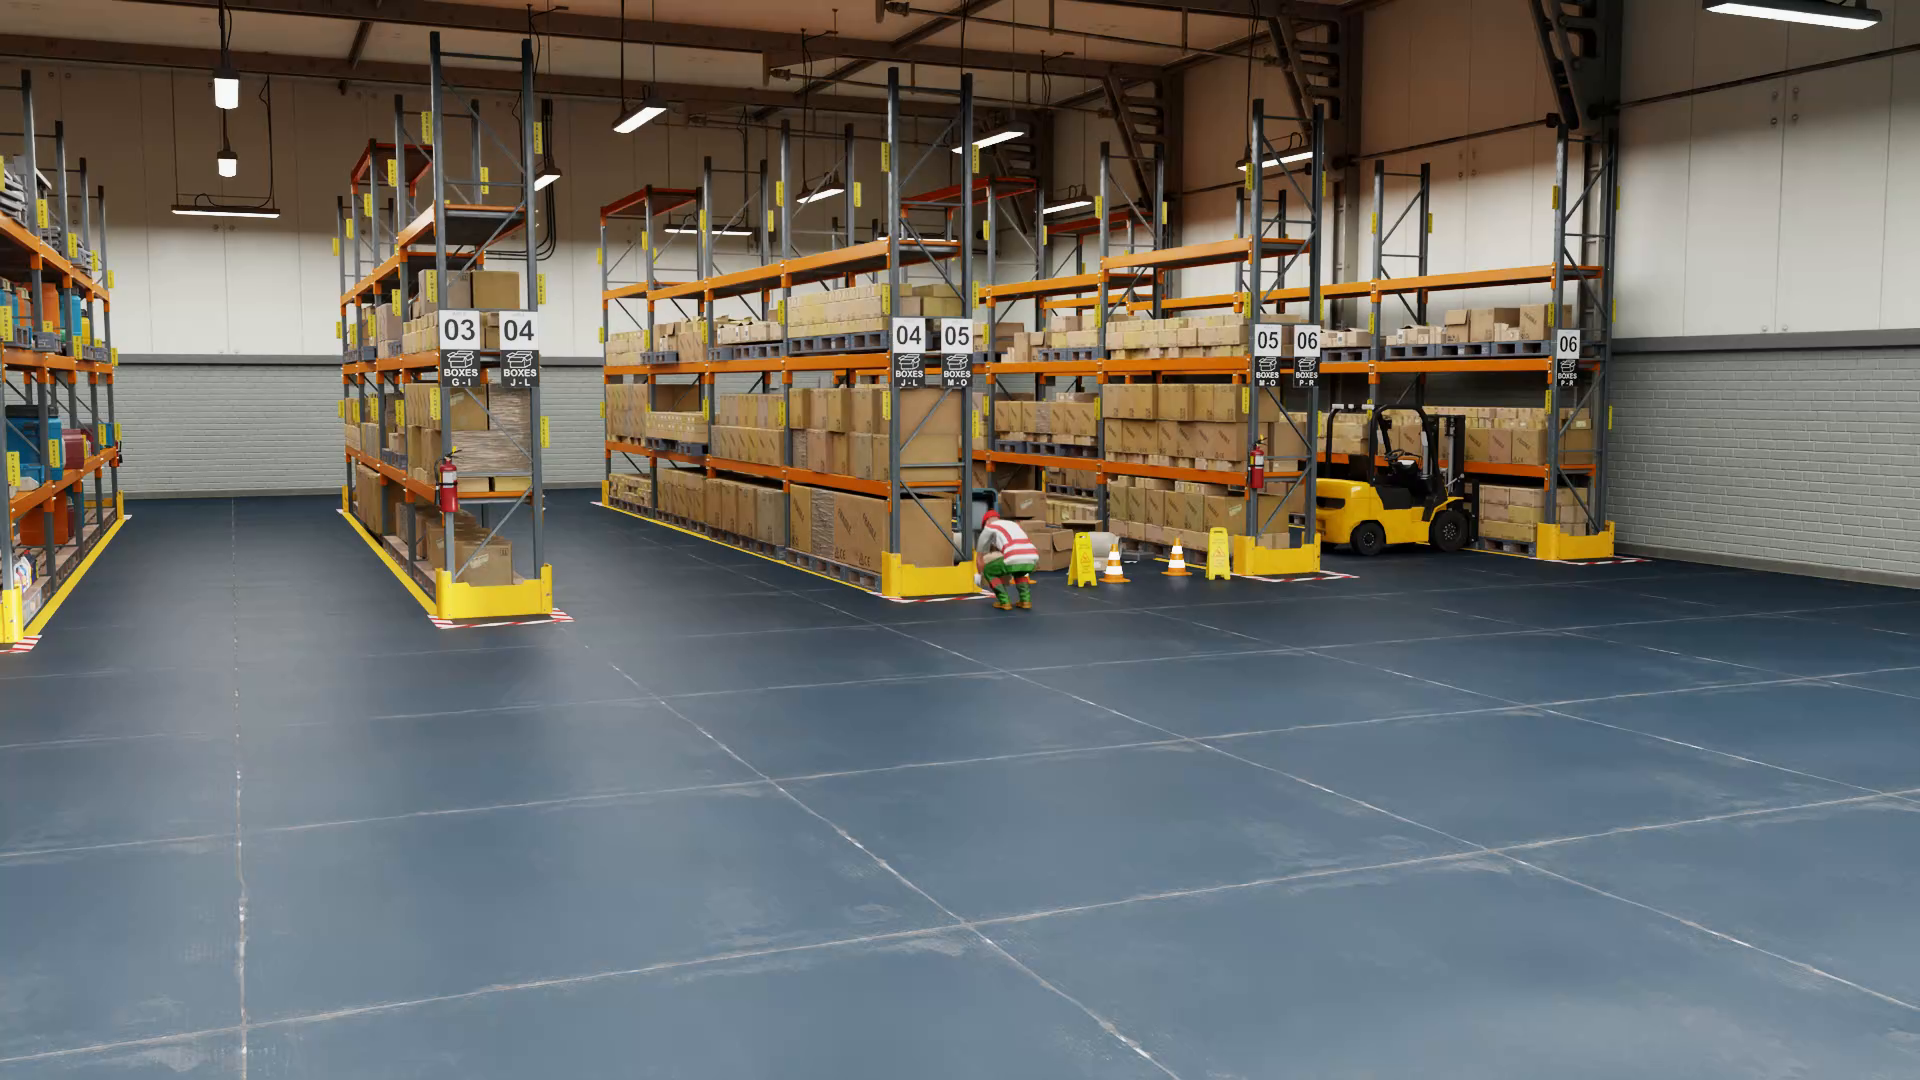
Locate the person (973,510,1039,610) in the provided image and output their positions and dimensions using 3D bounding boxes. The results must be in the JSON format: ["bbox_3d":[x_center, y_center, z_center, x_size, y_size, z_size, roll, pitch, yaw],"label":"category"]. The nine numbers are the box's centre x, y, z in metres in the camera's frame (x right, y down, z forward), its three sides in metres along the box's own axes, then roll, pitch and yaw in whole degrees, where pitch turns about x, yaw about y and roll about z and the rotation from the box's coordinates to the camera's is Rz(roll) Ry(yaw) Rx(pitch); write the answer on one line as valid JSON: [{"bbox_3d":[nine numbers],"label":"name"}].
[{"bbox_3d":[0.504,0.215,18.244,0.575,1.056,0.868,-2,6,-24],"label":"person"}]
